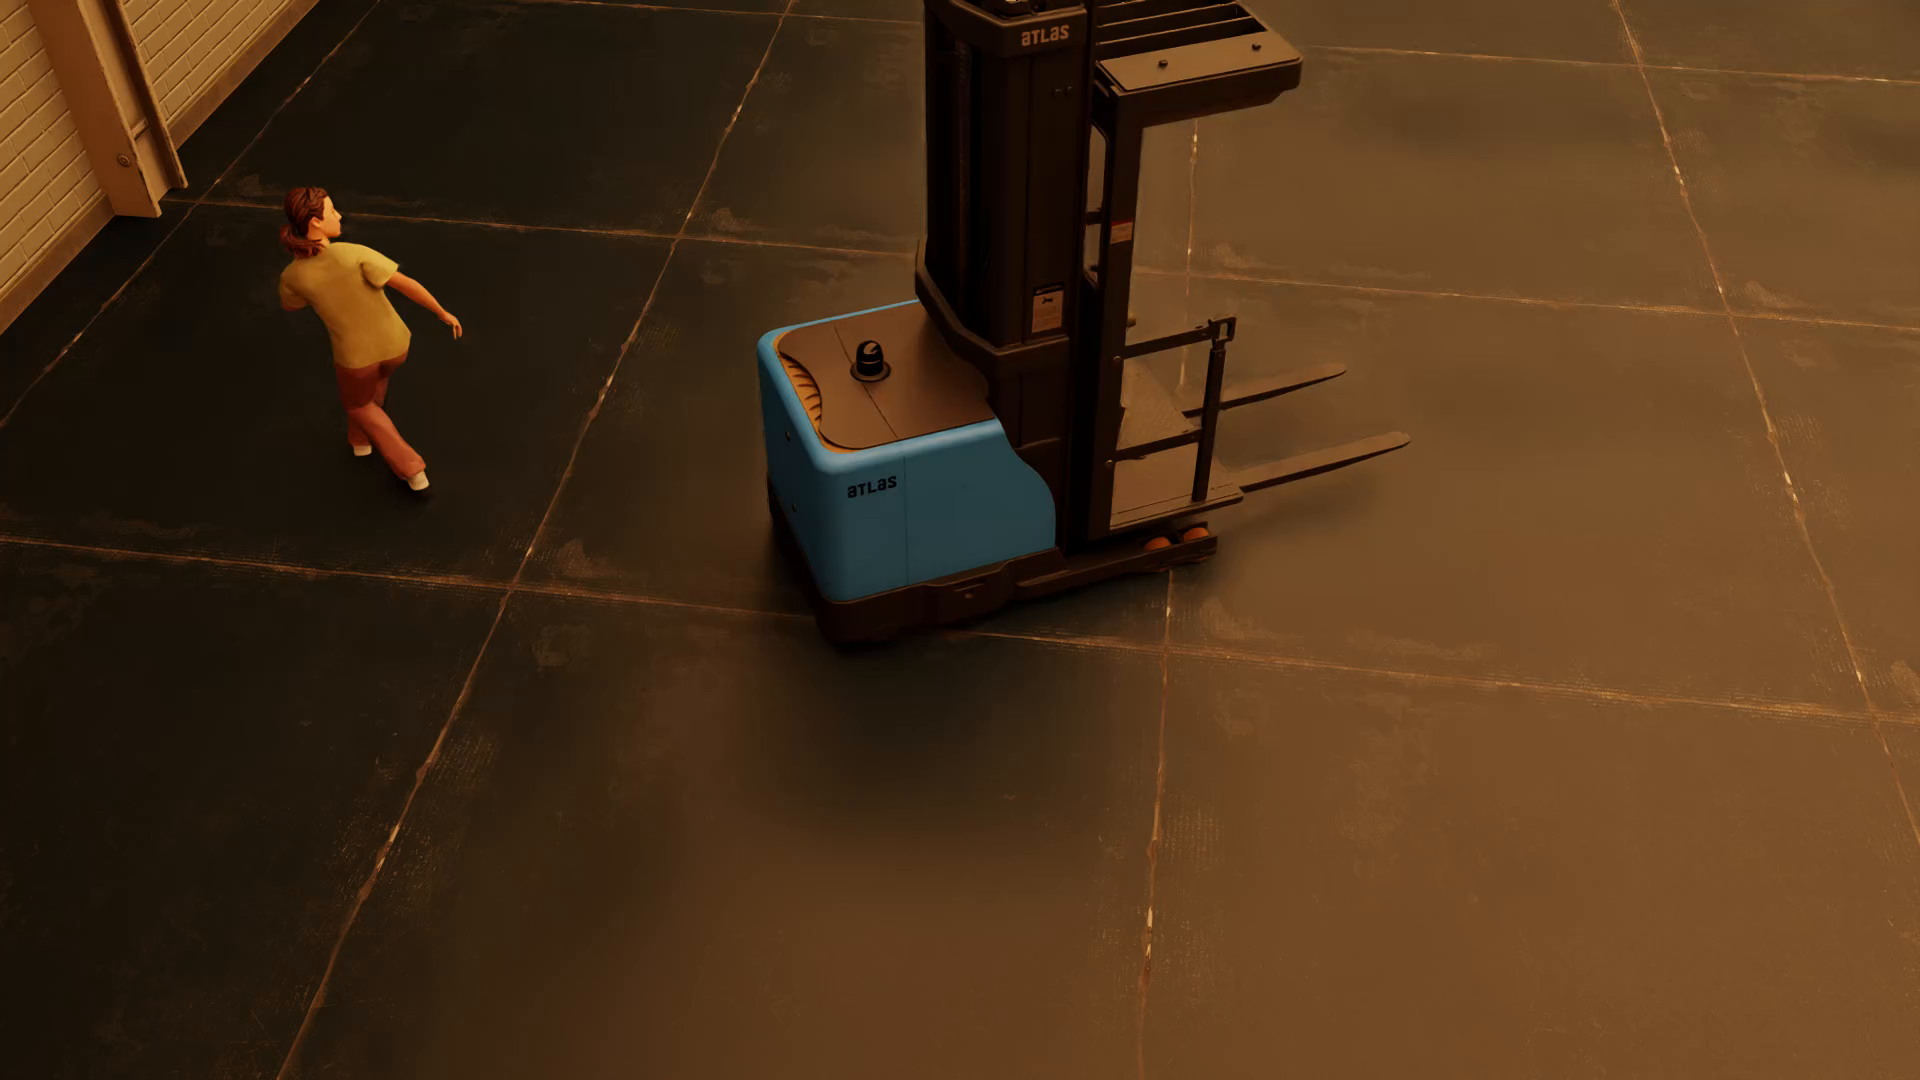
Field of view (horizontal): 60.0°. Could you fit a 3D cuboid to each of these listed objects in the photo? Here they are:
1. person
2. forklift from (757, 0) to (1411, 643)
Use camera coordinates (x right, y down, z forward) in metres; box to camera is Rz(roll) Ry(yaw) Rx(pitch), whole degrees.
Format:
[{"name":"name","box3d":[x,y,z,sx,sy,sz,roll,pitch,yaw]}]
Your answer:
[{"name":"person","box3d":[-2.765,-0.990,7.853,0.726,1.549,0.769,-19,46,-20]},{"name":"forklift","box3d":[0.665,-1.249,7.084,3.031,2.935,1.130,-14,44,-15]}]
